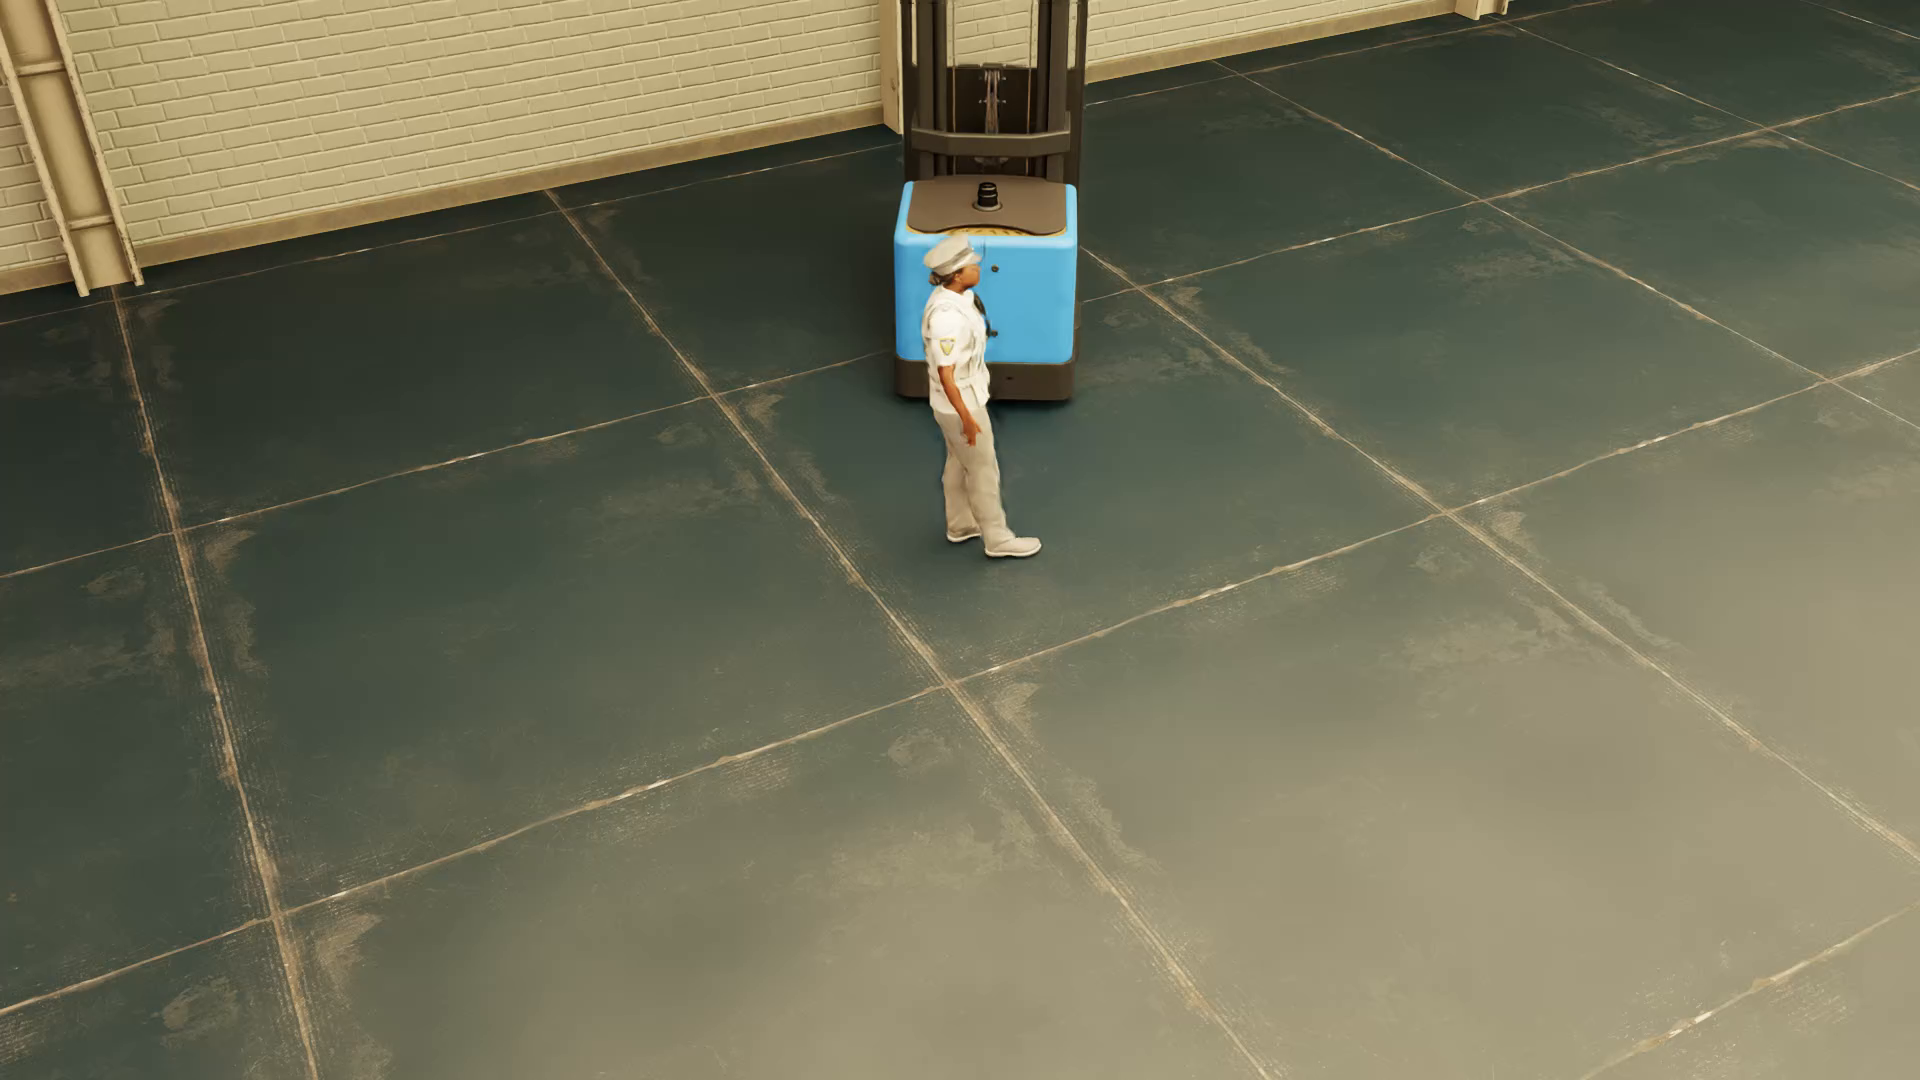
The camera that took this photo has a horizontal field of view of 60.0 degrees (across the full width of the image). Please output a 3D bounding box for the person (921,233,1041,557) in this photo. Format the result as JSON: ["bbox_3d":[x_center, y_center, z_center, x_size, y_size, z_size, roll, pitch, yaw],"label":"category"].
[{"bbox_3d":[0.120,-0.691,8.162,0.604,1.696,0.537,2,35,2],"label":"person"}]

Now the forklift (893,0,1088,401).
[{"bbox_3d":[0.212,-2.835,10.133,1.130,2.935,3.031,2,35,2],"label":"forklift"}]
